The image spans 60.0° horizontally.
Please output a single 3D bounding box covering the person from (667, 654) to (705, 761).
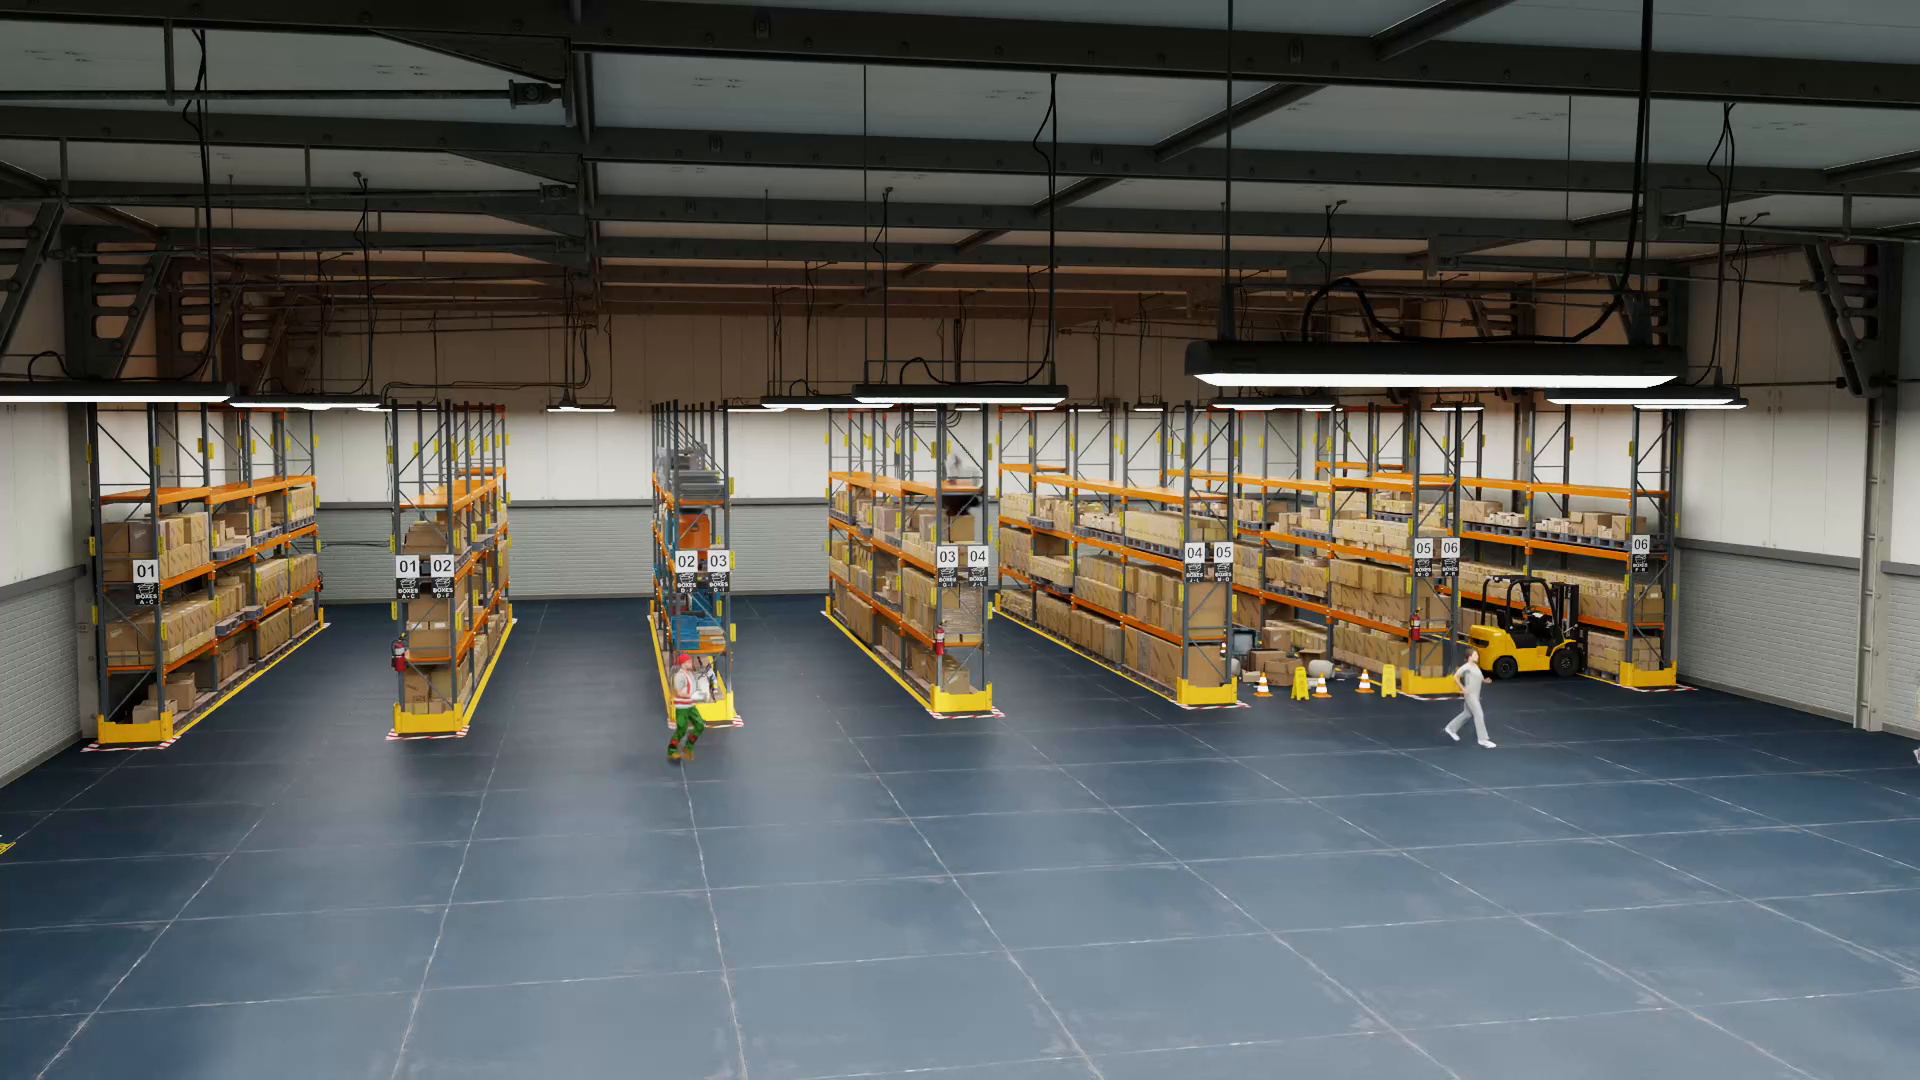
[{"bbox_3d":[-4.492,2.779,27.431,0.710,1.820,0.690,1,4,17],"label":"person"}]

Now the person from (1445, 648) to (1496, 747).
[{"bbox_3d":[8.820,2.694,28.702,0.947,1.663,0.567,3,5,37],"label":"person"}]

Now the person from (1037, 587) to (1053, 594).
[{"bbox_3d":[2.326,1.094,49.931,0.919,1.724,0.765,3,5,38],"label":"person"}]
